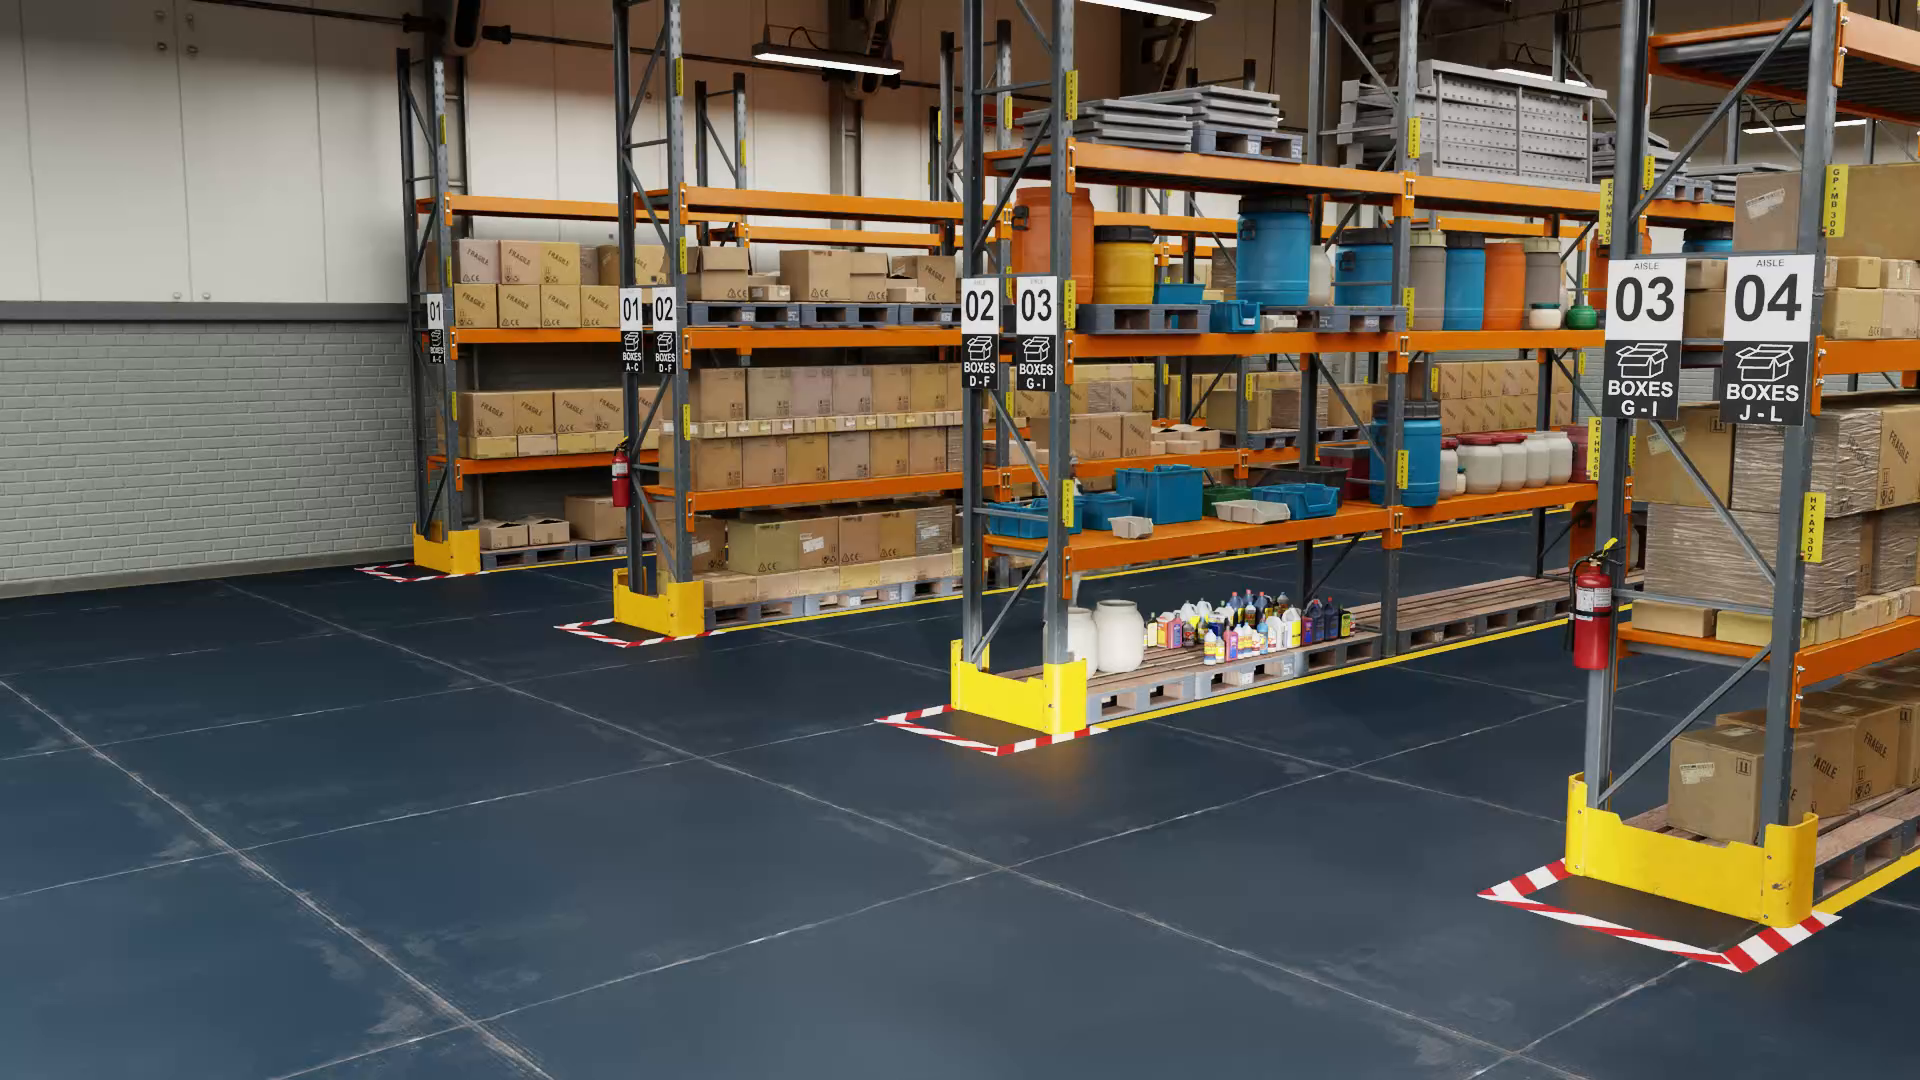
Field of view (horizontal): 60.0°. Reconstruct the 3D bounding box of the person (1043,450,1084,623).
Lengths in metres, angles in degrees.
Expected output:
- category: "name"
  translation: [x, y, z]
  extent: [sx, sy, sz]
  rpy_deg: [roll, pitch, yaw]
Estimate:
- category: "person"
  translation: [1.052, -0.020, 15.889]
  extent: [0.416, 1.685, 0.531]
  rpy_deg: [-7, 10, -42]
